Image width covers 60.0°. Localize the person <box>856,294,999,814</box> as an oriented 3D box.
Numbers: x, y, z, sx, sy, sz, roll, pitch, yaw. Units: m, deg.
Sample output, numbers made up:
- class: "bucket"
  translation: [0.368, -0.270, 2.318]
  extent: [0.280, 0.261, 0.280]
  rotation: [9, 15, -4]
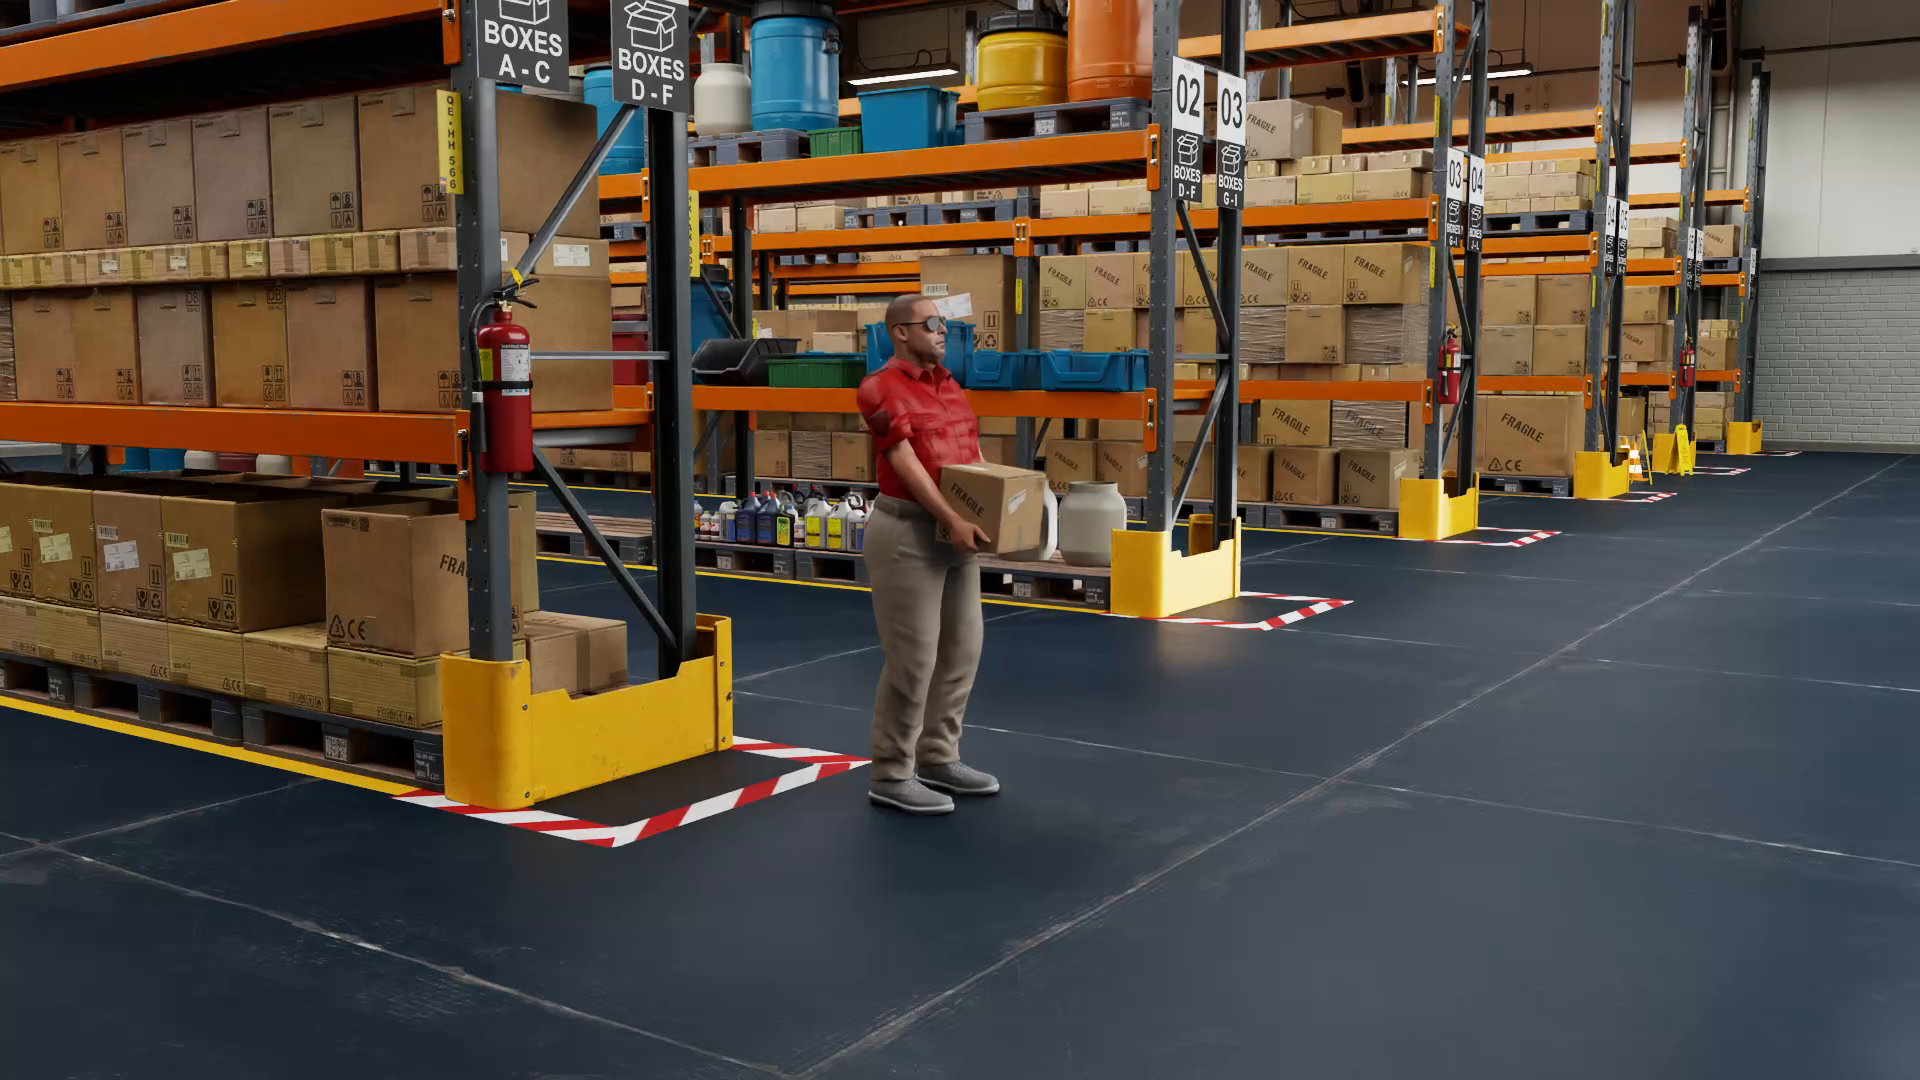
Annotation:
- class: "person"
  translation: [-0.036, 0.035, 5.593]
  extent: [0.530, 1.714, 0.494]
  rotation: [4, 8, 35]
